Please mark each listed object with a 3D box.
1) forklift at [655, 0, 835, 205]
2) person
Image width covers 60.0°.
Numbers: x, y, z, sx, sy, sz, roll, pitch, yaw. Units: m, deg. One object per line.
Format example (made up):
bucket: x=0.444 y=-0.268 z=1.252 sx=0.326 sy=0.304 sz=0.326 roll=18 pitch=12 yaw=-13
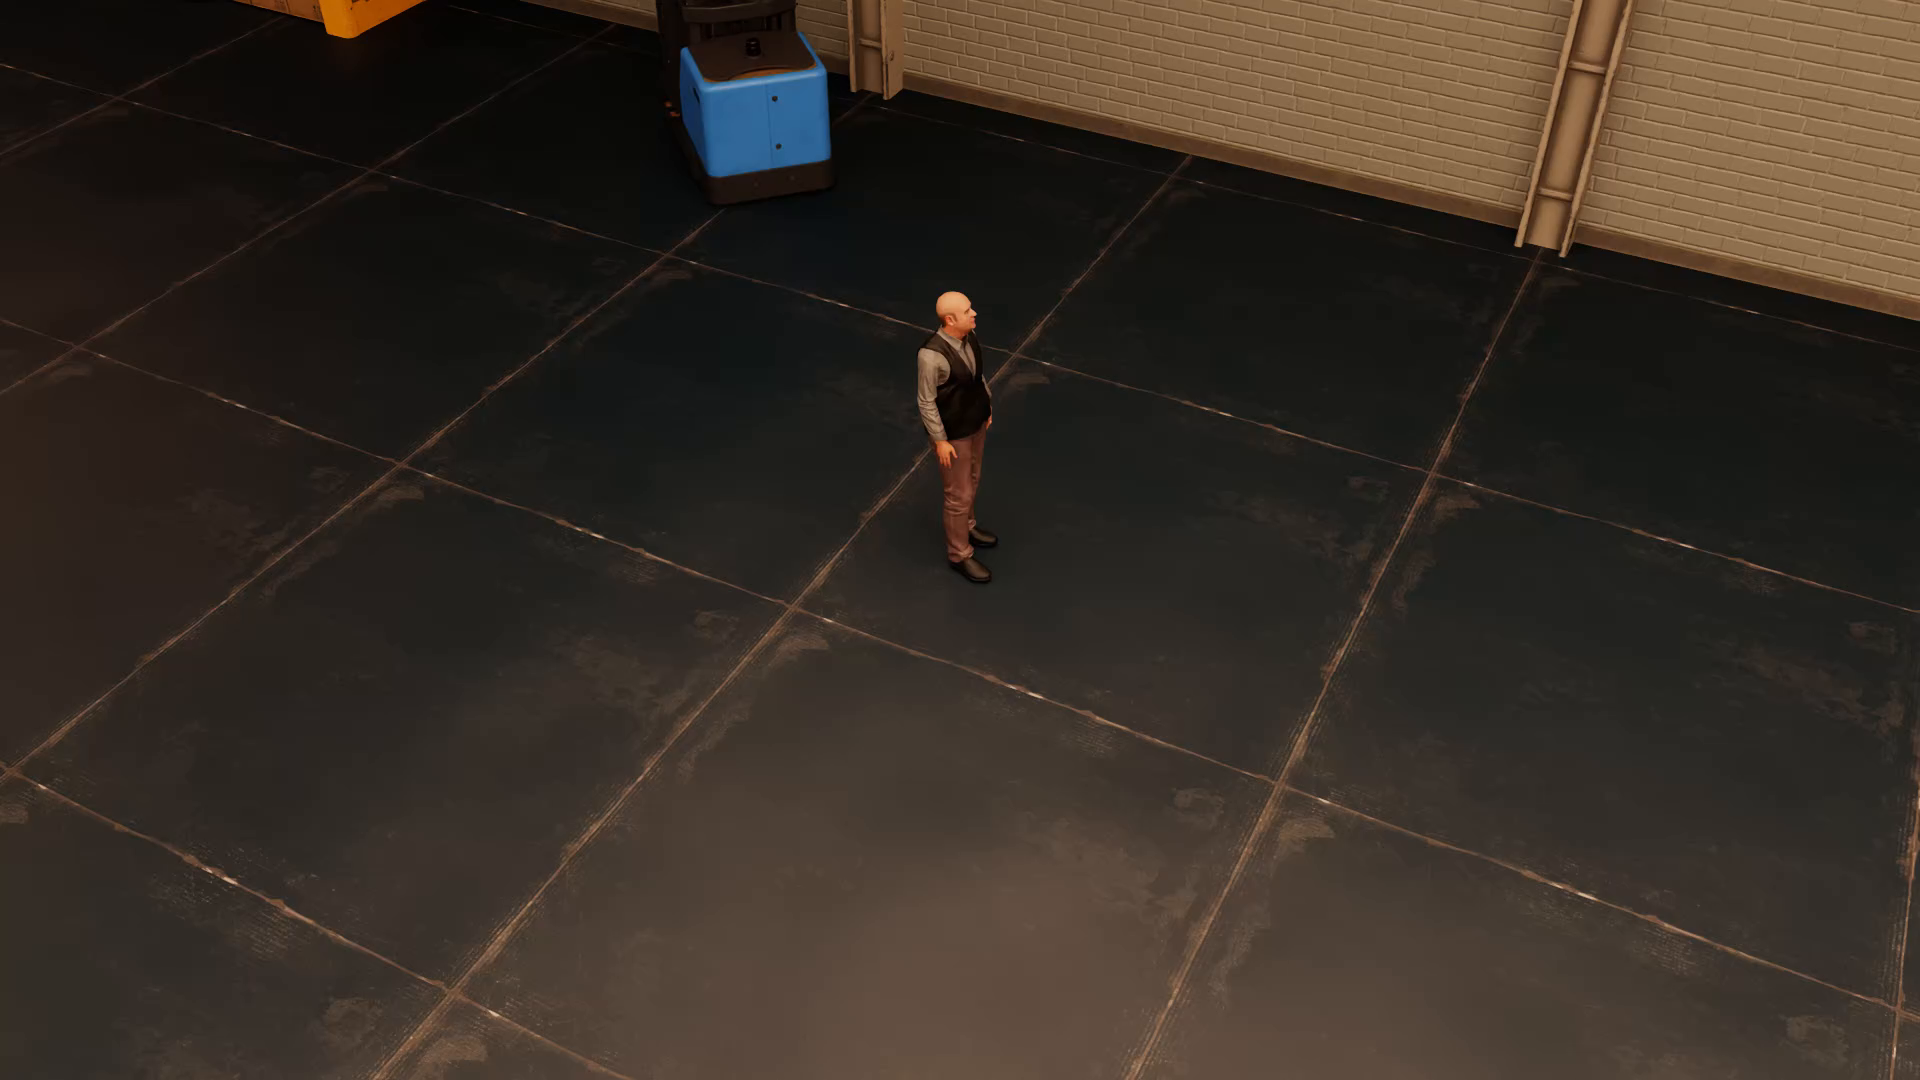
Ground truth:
forklift: x=-1.983 y=-4.769 z=13.649 sx=1.130 sy=2.935 sz=3.031 roll=-12 pitch=42 yaw=-14
person: x=0.052 y=-0.610 z=9.700 sx=0.566 sy=1.641 sz=0.632 roll=18 pitch=43 yaw=21
